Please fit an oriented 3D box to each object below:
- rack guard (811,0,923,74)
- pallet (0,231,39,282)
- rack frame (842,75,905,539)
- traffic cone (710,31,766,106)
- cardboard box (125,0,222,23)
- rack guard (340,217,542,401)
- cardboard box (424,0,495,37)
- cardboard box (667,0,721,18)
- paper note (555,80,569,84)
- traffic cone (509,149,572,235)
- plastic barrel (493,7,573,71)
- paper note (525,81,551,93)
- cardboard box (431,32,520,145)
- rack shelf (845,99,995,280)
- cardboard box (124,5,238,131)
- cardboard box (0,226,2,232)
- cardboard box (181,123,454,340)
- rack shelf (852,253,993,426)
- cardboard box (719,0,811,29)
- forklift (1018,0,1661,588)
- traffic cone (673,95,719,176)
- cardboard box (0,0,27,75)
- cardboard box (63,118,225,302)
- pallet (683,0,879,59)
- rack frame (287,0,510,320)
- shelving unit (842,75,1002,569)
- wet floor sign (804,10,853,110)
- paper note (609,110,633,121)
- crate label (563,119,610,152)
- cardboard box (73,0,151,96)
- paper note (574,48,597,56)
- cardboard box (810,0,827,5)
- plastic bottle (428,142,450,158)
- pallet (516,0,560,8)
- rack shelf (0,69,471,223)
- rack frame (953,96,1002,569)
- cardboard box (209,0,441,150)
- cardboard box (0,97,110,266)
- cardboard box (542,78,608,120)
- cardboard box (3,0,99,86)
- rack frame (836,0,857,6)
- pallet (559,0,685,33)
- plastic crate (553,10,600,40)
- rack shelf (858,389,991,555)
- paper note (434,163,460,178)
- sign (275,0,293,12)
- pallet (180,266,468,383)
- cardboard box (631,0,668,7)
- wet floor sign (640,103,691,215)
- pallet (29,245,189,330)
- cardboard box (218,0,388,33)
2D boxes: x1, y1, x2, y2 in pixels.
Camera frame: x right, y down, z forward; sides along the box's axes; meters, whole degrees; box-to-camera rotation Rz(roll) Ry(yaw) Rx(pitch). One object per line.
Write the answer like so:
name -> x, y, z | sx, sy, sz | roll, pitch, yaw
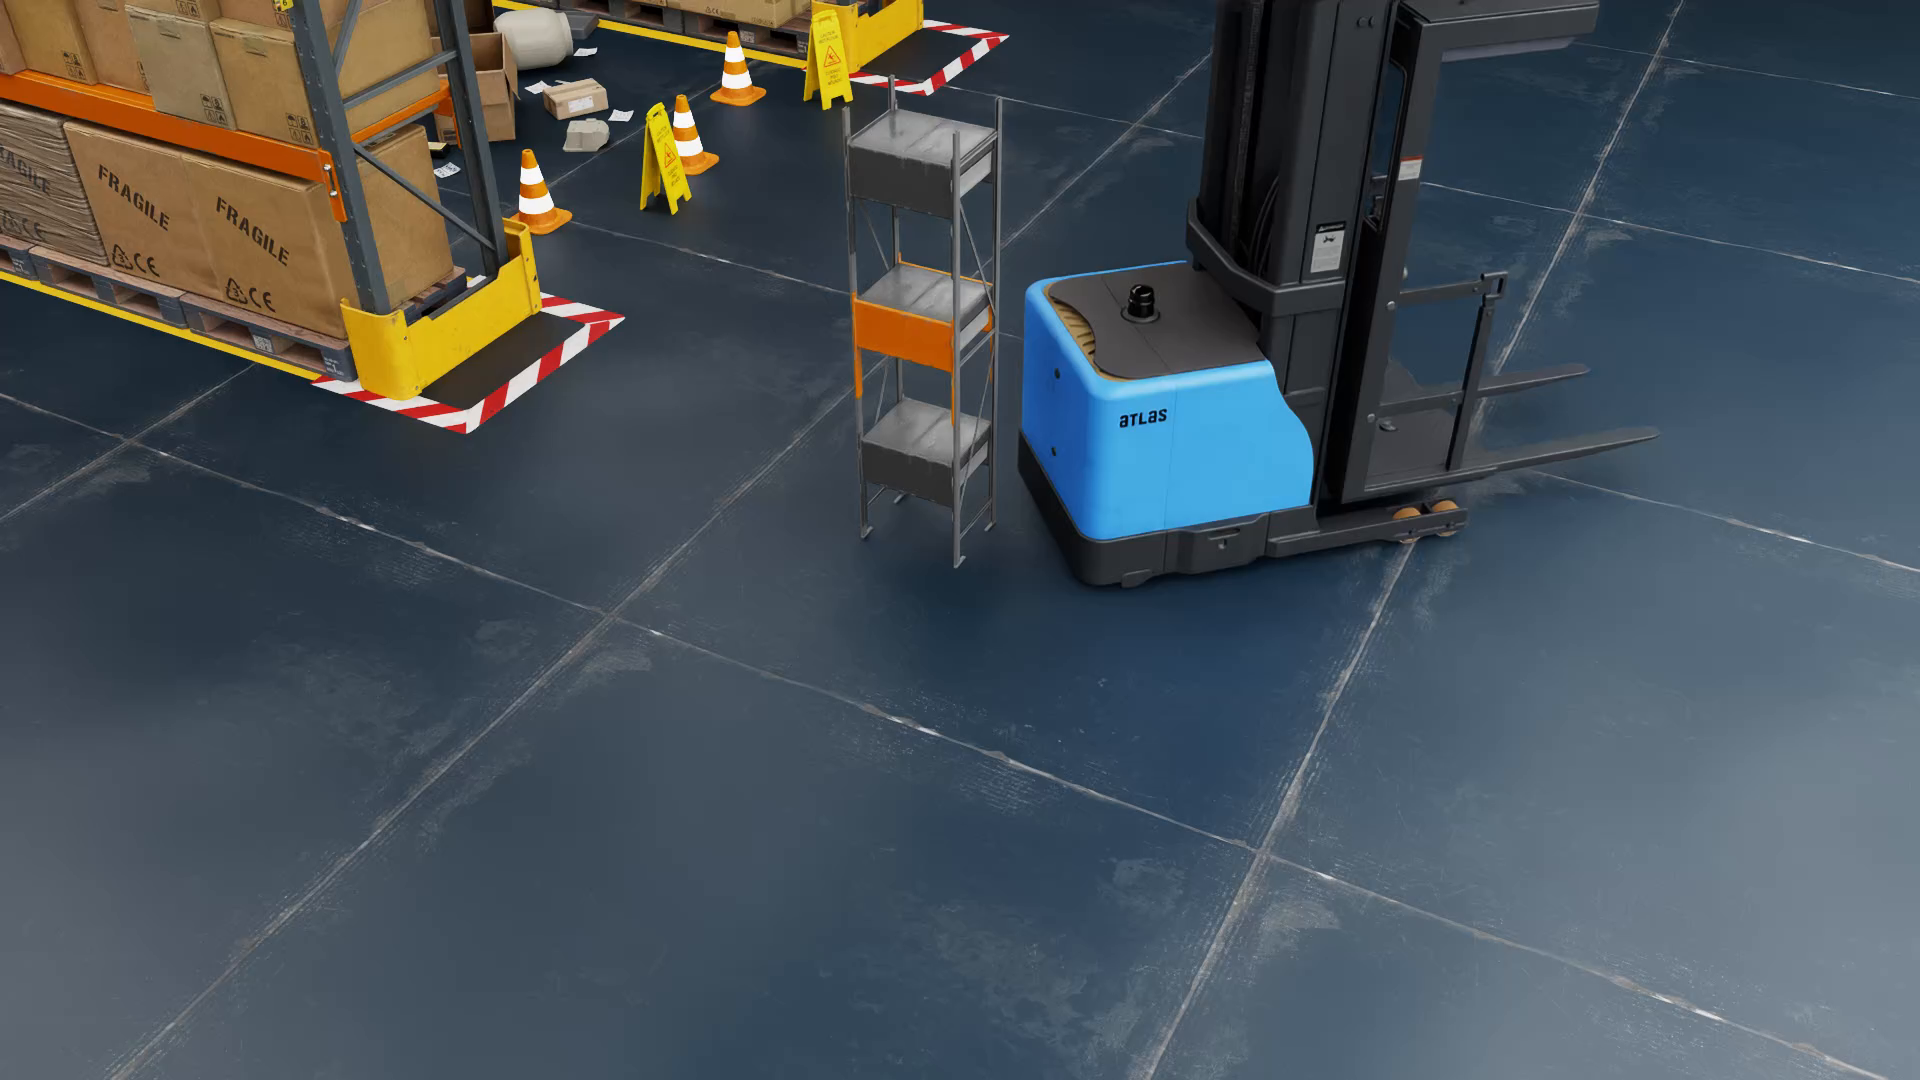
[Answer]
rack guard -> -0.686, -3.990, 12.592 | 0.348, 0.500, 1.175 | 17, 41, 21
pallet -> -5.718, -2.026, 10.245 | 1.213, 0.211, 1.003 | 17, 41, 21
rack frame -> -0.364, -0.950, 7.265 | 0.015, 2.100, 0.400 | 17, 41, 21
traffic cone -> -1.594, -3.381, 11.821 | 0.334, 0.463, 0.336 | 17, 41, 21
cardboard box -> -3.648, -2.996, 8.198 | 0.550, 0.550, 0.875 | 17, 41, 21
rack guard -> -2.784, -1.276, 9.018 | 0.348, 0.500, 1.175 | 17, 41, 21
cardboard box -> -3.845, -4.053, 12.674 | 0.500, 0.500, 0.500 | -14, 39, -18
cardboard box -> -1.917, -4.265, 12.814 | 0.500, 0.250, 0.500 | 18, 41, 22
paper note -> -2.901, -3.344, 12.147 | 0.123, 0.001, 0.032 | 17, 41, 21
traffic cone -> -2.624, -2.178, 10.237 | 0.334, 0.463, 0.336 | 17, 41, 21
plastic barrel -> -3.149, -3.699, 12.274 | 0.512, 0.421, 0.421 | -14, 39, -18
paper note -> -3.059, -3.288, 12.066 | 0.148, 0.019, 0.142 | -29, 46, -33
cardboard box -> -3.343, -3.099, 11.416 | 0.637, 0.503, 0.797 | -8, 38, -10
rack shelf -> -0.147, -1.429, 6.761 | 0.480, 0.518, 0.431 | 17, 41, 21
cardboard box -> -3.654, -2.558, 8.515 | 0.550, 0.550, 0.875 | 17, 41, 21
cardboard box -> -5.831, -2.499, 9.971 | 0.875, 0.875, 0.875 | 18, 41, 22
cardboard box -> -3.438, -1.752, 8.988 | 0.875, 0.875, 0.875 | 18, 41, 22
rack shelf -> -0.147, -0.872, 7.184 | 0.480, 0.518, 0.431 | 17, 41, 21
cardboard box -> -1.482, -4.123, 12.628 | 0.500, 0.250, 0.500 | 17, 40, 21
forklift -> 1.857, -1.449, 7.235 | 3.031, 2.935, 1.130 | -10, 38, -13
traffic cone -> -1.803, -2.690, 10.911 | 0.334, 0.463, 0.336 | 17, 41, 21
cardboard box -> -5.100, -3.000, 9.097 | 0.550, 0.550, 0.875 | 17, 41, 21
cardboard box -> -4.220, -1.996, 9.309 | 0.875, 0.875, 0.875 | 17, 40, 21
pallet -> -1.391, -4.119, 13.002 | 1.213, 0.211, 1.003 | 17, 41, 21
rack frame -> -2.806, -2.278, 8.271 | 0.127, 3.000, 1.000 | 17, 41, 21
shelving unit -> -0.147, -0.882, 7.176 | 0.503, 2.100, 0.431 | 17, 41, 21
wet floor sign -> -0.942, -3.399, 11.694 | 0.267, 0.644, 0.232 | -29, 46, -33
paper note -> -2.374, -2.976, 11.645 | 0.142, 0.019, 0.148 | 4, 37, 6
crate label -> -2.529, -2.746, 11.254 | 0.298, 0.136, 0.250 | -2, 37, -2
cardboard box -> -4.094, -2.781, 8.809 | 0.550, 0.550, 0.875 | 17, 41, 21
paper note -> -2.837, -3.704, 12.604 | 0.148, 0.019, 0.142 | 4, 37, 6
cardboard box -> -1.208, -4.409, 13.004 | 0.500, 0.250, 0.500 | 17, 40, 21
plastic bottle -> -3.578, -2.617, 11.148 | 0.283, 0.061, 0.133 | 4, 37, 6
pallet -> -3.558, -4.798, 13.896 | 1.213, 0.211, 1.003 | 17, 41, 21
rack shelf -> -4.582, -2.548, 9.221 | 4.000, 0.370, 1.077 | 17, 41, 21
rack frame -> 0.070, -0.815, 7.086 | 0.015, 2.100, 0.400 | 17, 41, 21
cardboard box -> -3.156, -2.417, 8.329 | 0.550, 0.550, 0.875 | 17, 41, 21
cardboard box -> -5.029, -2.251, 9.644 | 0.875, 0.875, 0.875 | 18, 41, 22
cardboard box -> -2.711, -3.108, 11.722 | 0.380, 0.149, 0.250 | -21, 42, -25
cardboard box -> -4.584, -2.907, 8.974 | 0.500, 0.550, 0.875 | 17, 41, 21
rack frame -> -0.619, -4.964, 11.809 | 0.127, 3.000, 1.000 | 17, 41, 21
pallet -> -2.471, -4.459, 13.450 | 1.213, 0.211, 1.003 | 17, 41, 21
plastic crate -> -3.154, -4.037, 13.002 | 0.583, 0.080, 0.402 | 4, 37, 6
rack shelf -> -0.147, -0.314, 7.607 | 0.480, 0.518, 0.431 | 17, 41, 21
paper note -> -3.380, -2.431, 10.929 | 0.144, 0.017, 0.142 | -29, 46, -33
sign -> -3.067, -2.546, 7.470 | 0.005, 0.325, 0.100 | 17, 41, 21
pallet -> -3.552, -1.348, 9.351 | 1.213, 0.211, 1.003 | 17, 41, 21
cardboard box -> -2.384, -4.407, 13.002 | 0.500, 0.250, 0.500 | 16, 40, 20
wet floor sign -> -1.869, -2.396, 10.372 | 0.232, 0.644, 0.267 | 11, 38, 14
pallet -> -4.631, -1.688, 9.799 | 1.213, 0.211, 1.003 | 17, 41, 21
cardboard box -> -3.117, -2.892, 8.062 | 0.550, 0.550, 0.875 | 17, 41, 21
